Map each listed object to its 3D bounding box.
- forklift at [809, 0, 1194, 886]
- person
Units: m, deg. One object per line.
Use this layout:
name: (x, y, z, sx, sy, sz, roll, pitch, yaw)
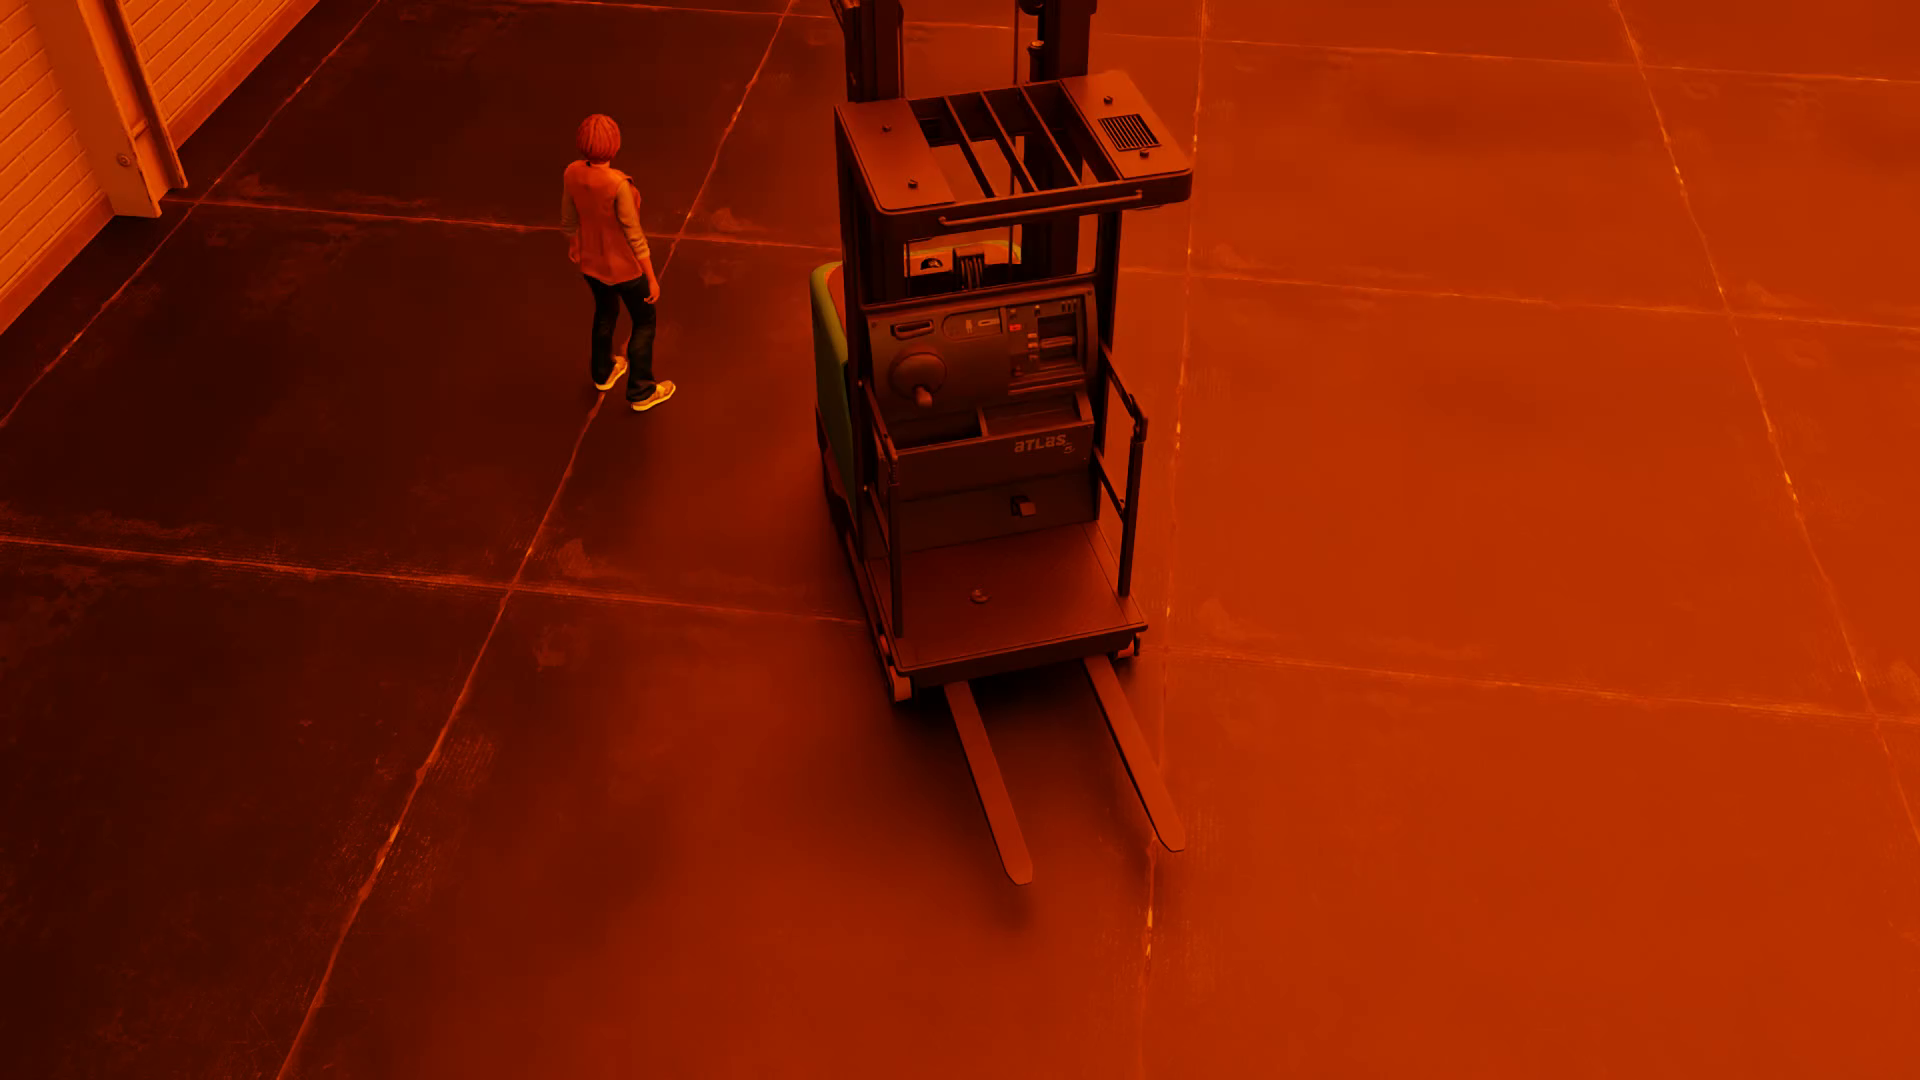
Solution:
forklift: (0.153, -0.681, 6.465, 1.130, 2.935, 3.031, -10, 44, -11)
person: (-1.699, -1.359, 8.208, 0.579, 1.574, 0.343, 20, 46, 20)
